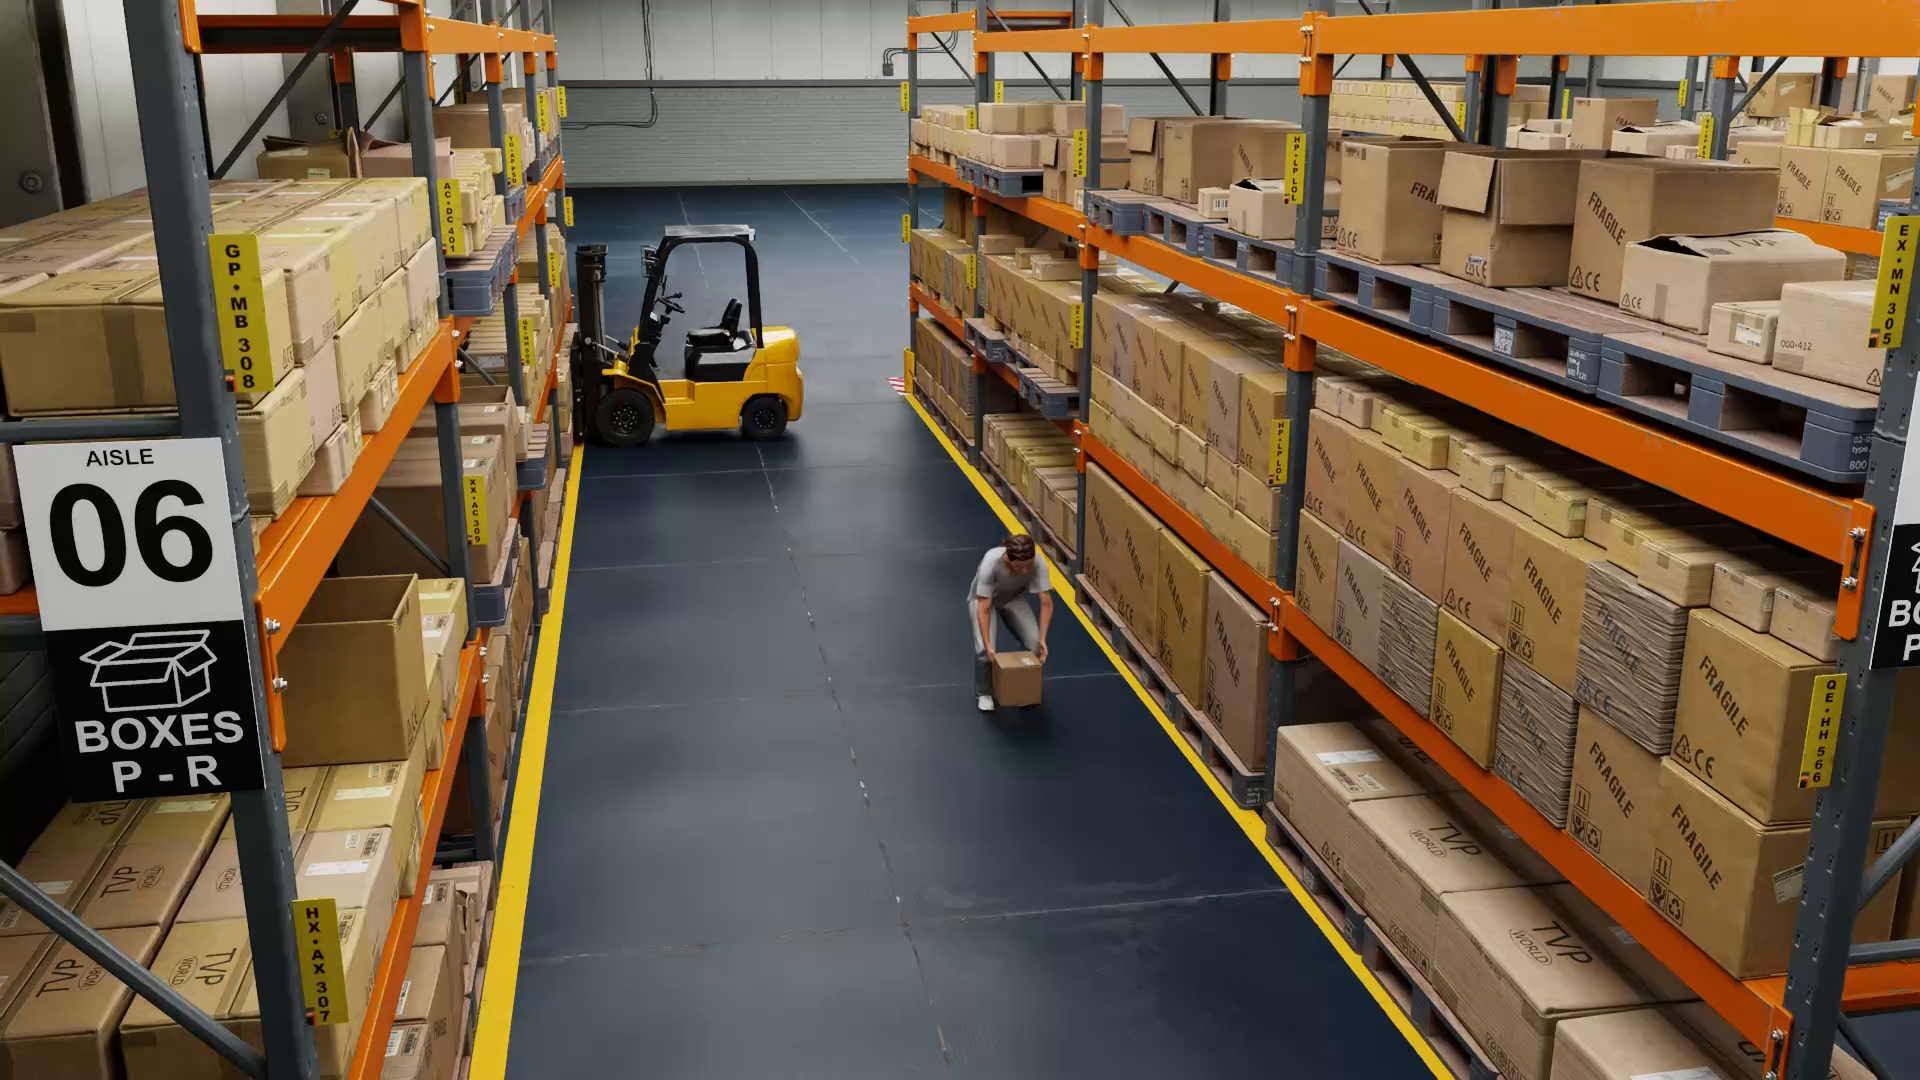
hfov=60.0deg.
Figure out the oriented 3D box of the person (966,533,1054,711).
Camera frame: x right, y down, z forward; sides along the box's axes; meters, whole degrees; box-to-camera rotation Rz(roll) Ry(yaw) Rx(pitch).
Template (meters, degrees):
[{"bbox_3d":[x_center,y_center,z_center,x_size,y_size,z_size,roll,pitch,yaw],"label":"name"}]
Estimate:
[{"bbox_3d":[0.308,0.467,10.313,0.491,1.194,0.724,-3,17,-11],"label":"person"}]
